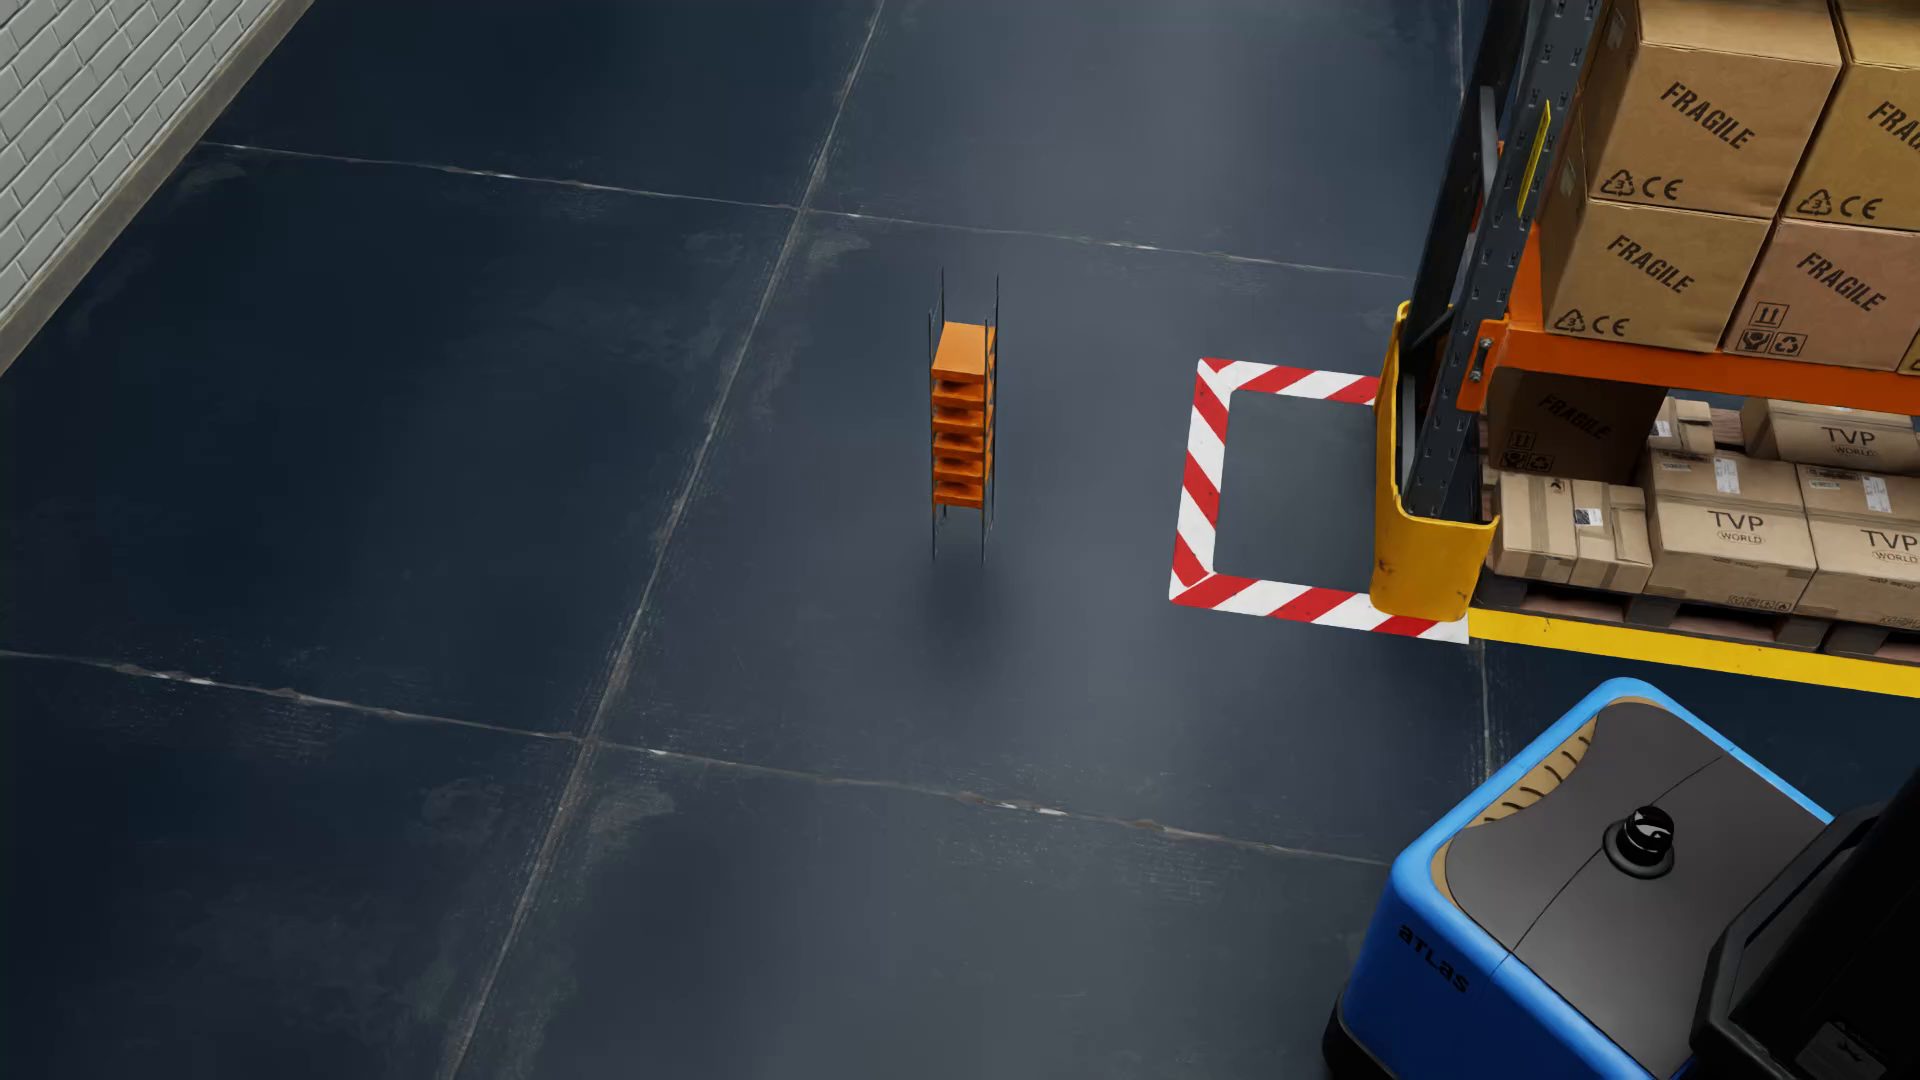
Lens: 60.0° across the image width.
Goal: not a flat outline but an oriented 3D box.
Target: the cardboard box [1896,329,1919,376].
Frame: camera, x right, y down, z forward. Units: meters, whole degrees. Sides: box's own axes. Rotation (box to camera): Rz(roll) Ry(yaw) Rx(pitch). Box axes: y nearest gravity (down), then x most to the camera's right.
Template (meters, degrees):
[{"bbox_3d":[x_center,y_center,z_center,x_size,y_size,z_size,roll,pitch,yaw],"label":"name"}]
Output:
[{"bbox_3d":[3.072,-0.808,4.892,0.500,0.500,0.500,8,49,7],"label":"cardboard box"}]

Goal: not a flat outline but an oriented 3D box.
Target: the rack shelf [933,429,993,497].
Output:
[{"bbox_3d":[0.014,-0.289,5.924,0.180,0.103,0.258,8,49,7],"label":"rack shelf"}]

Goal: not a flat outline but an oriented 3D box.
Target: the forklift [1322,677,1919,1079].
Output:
[{"bbox_3d":[2.377,1.158,3.239,1.130,2.935,3.031,-32,55,-25],"label":"forklift"}]

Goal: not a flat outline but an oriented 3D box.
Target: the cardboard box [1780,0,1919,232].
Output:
[{"bbox_3d":[2.586,-1.212,4.583,0.500,0.500,0.500,8,49,7],"label":"cardboard box"}]

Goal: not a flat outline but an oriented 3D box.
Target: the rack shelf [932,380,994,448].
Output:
[{"bbox_3d":[0.014,-0.450,5.746,0.180,0.103,0.258,8,49,7],"label":"rack shelf"}]

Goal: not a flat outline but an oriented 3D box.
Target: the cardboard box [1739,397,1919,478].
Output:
[{"bbox_3d":[3.189,-0.348,6.099,0.500,0.250,0.500,8,49,7],"label":"cardboard box"}]

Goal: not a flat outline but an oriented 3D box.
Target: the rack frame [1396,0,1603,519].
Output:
[{"bbox_3d":[1.681,-1.159,5.275,0.127,3.000,1.000,8,49,7],"label":"rack frame"}]

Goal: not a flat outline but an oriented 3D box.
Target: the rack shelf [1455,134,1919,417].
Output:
[{"bbox_3d":[3.649,-0.654,5.305,4.000,0.370,1.077,8,49,7],"label":"rack shelf"}]

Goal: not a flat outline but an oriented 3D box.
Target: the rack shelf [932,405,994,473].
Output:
[{"bbox_3d":[0.014,-0.369,5.835,0.180,0.103,0.258,8,49,7],"label":"rack shelf"}]

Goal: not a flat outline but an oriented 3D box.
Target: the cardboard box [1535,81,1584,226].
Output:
[{"bbox_3d":[2.170,-1.333,5.364,0.500,0.500,0.500,9,49,8],"label":"cardboard box"}]

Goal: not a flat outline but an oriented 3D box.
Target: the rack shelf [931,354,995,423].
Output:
[{"bbox_3d":[0.014,-0.530,5.657,0.180,0.103,0.258,8,49,7],"label":"rack shelf"}]

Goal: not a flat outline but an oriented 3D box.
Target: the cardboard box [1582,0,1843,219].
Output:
[{"bbox_3d":[2.070,-1.275,4.640,0.500,0.500,0.500,9,49,8],"label":"cardboard box"}]

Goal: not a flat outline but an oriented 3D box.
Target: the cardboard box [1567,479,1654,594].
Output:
[{"bbox_3d":[2.278,-0.019,5.860,0.250,0.166,0.380,8,49,7],"label":"cardboard box"}]

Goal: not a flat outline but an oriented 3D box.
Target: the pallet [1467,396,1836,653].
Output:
[{"bbox_3d":[2.540,-0.112,6.209,1.213,0.211,1.003,8,49,7],"label":"pallet"}]

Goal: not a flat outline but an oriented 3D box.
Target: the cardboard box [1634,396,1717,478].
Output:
[{"bbox_3d":[2.642,-0.348,6.155,0.250,0.166,0.380,8,49,7],"label":"cardboard box"}]

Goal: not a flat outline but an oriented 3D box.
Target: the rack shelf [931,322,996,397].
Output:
[{"bbox_3d":[0.014,-0.610,5.567,0.180,0.103,0.258,8,49,7],"label":"rack shelf"}]

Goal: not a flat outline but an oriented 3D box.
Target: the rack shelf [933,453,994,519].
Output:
[{"bbox_3d":[0.014,-0.209,6.014,0.180,0.103,0.258,8,49,7],"label":"rack shelf"}]

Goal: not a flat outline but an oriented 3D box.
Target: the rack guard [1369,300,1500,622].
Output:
[{"bbox_3d":[1.755,-0.314,6.196,0.348,0.500,1.175,8,49,7],"label":"rack guard"}]

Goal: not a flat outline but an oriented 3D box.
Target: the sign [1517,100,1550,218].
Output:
[{"bbox_3d":[1.584,-1.052,4.596,0.005,0.325,0.100,8,49,7],"label":"sign"}]

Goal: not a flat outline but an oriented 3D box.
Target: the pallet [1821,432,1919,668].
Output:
[{"bbox_3d":[3.737,0.051,6.063,1.213,0.211,1.003,8,49,7],"label":"pallet"}]

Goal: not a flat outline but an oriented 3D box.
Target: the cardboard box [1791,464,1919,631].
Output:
[{"bbox_3d":[3.149,0.024,5.764,0.500,0.250,0.500,8,49,7],"label":"cardboard box"}]

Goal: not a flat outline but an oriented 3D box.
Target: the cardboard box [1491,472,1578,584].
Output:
[{"bbox_3d":[2.032,-0.047,5.896,0.250,0.149,0.380,8,49,7],"label":"cardboard box"}]

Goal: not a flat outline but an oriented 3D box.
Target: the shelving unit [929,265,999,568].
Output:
[{"bbox_3d":[0.014,-0.399,5.802,0.189,1.200,0.258,8,49,7],"label":"shelving unit"}]

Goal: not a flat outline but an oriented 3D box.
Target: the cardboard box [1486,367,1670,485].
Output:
[{"bbox_3d":[2.260,-0.579,6.139,0.500,0.500,0.500,8,49,7],"label":"cardboard box"}]

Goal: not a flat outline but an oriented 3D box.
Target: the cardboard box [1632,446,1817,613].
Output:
[{"bbox_3d":[2.657,-0.042,5.824,0.500,0.250,0.500,8,49,7],"label":"cardboard box"}]

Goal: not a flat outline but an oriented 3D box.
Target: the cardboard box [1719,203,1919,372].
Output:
[{"bbox_3d":[2.579,-0.877,4.954,0.500,0.500,0.500,7,48,6],"label":"cardboard box"}]

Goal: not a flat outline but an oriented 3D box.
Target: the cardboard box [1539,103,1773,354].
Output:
[{"bbox_3d":[2.070,-0.941,5.012,0.500,0.500,0.500,9,49,8],"label":"cardboard box"}]

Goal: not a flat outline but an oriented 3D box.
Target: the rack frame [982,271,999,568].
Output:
[{"bbox_3d":[0.104,-0.387,5.791,0.006,1.200,0.240,8,49,7],"label":"rack frame"}]

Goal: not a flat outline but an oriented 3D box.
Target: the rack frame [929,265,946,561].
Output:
[{"bbox_3d":[-0.076,-0.411,5.813,0.006,1.200,0.240,8,49,7],"label":"rack frame"}]

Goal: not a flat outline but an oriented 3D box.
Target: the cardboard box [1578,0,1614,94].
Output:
[{"bbox_3d":[2.168,-1.669,4.994,0.500,0.500,0.500,7,48,6],"label":"cardboard box"}]
